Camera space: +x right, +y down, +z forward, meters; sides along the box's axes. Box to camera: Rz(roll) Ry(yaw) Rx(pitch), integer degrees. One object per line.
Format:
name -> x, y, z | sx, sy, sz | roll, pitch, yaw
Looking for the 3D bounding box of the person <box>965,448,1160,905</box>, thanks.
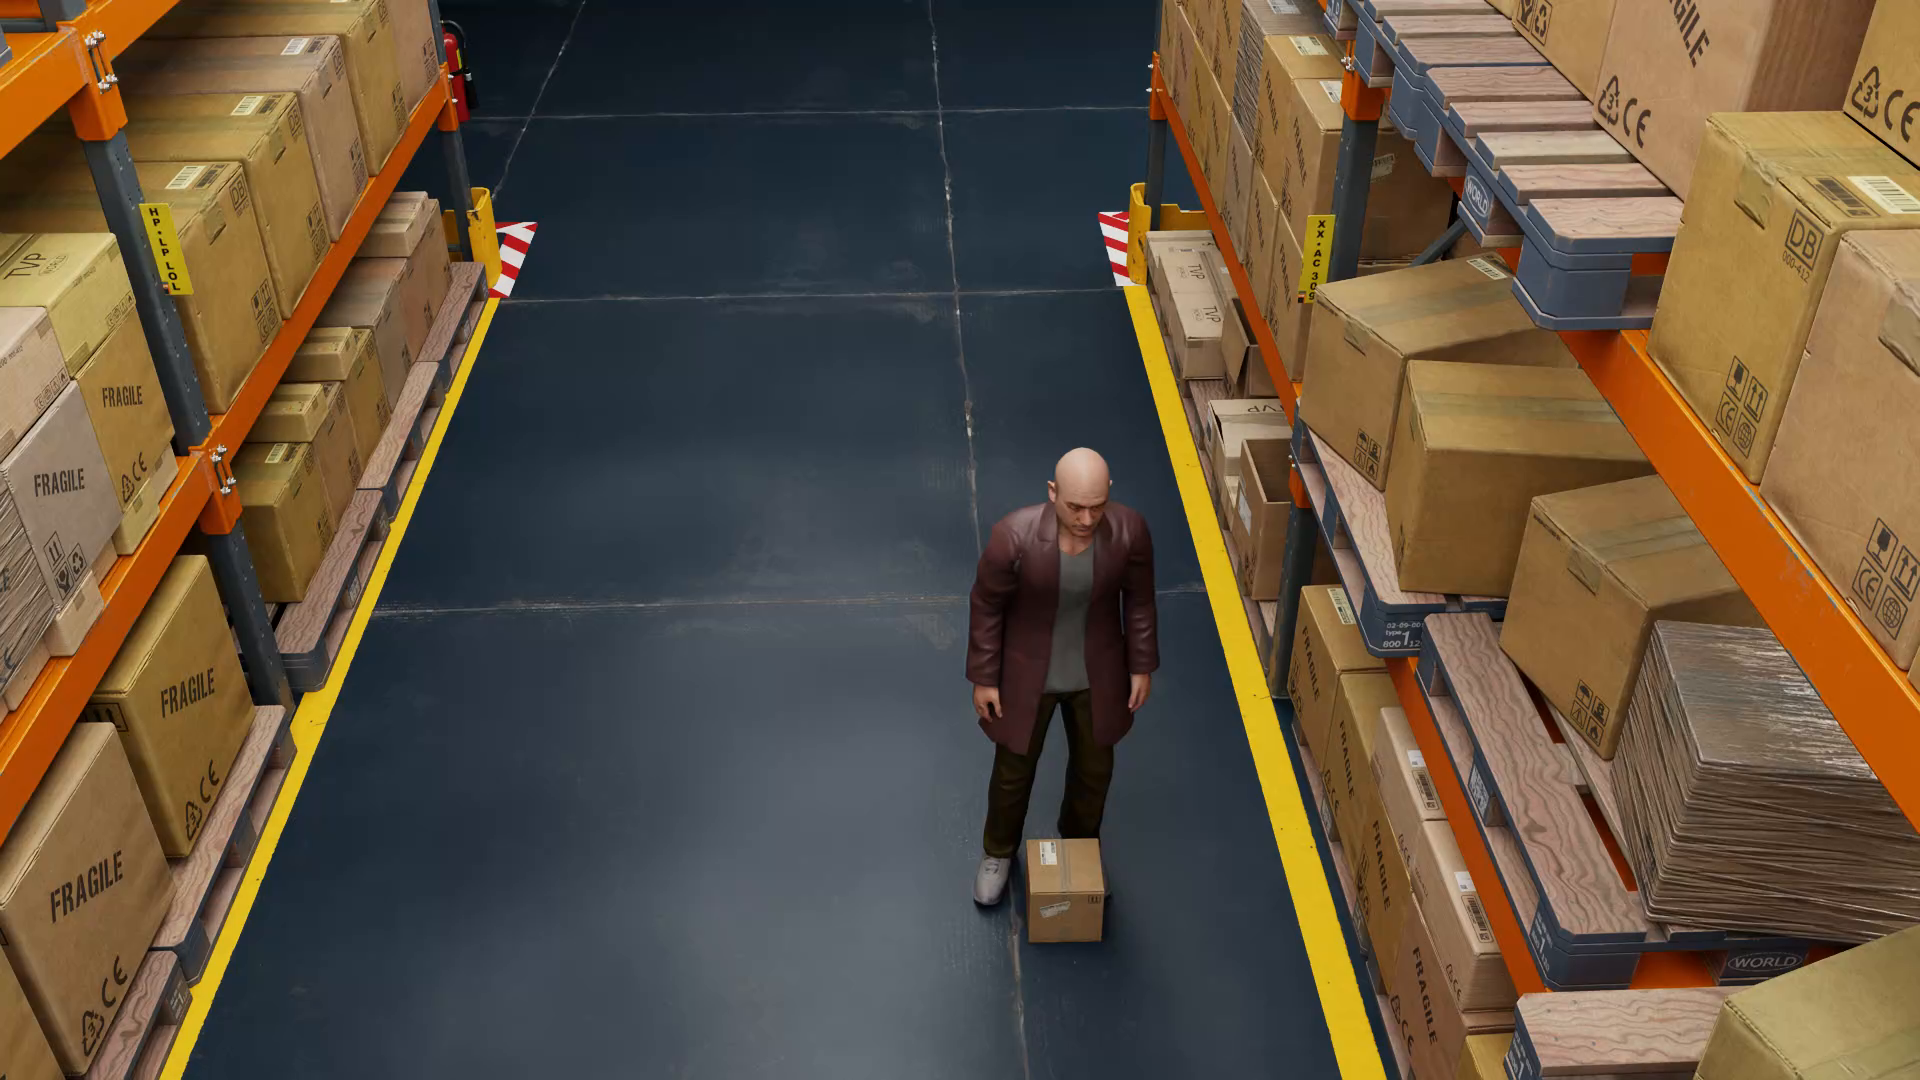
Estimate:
person -> 0.342, 0.447, 5.515 | 0.652, 1.773, 0.430 | -3, 35, -5
